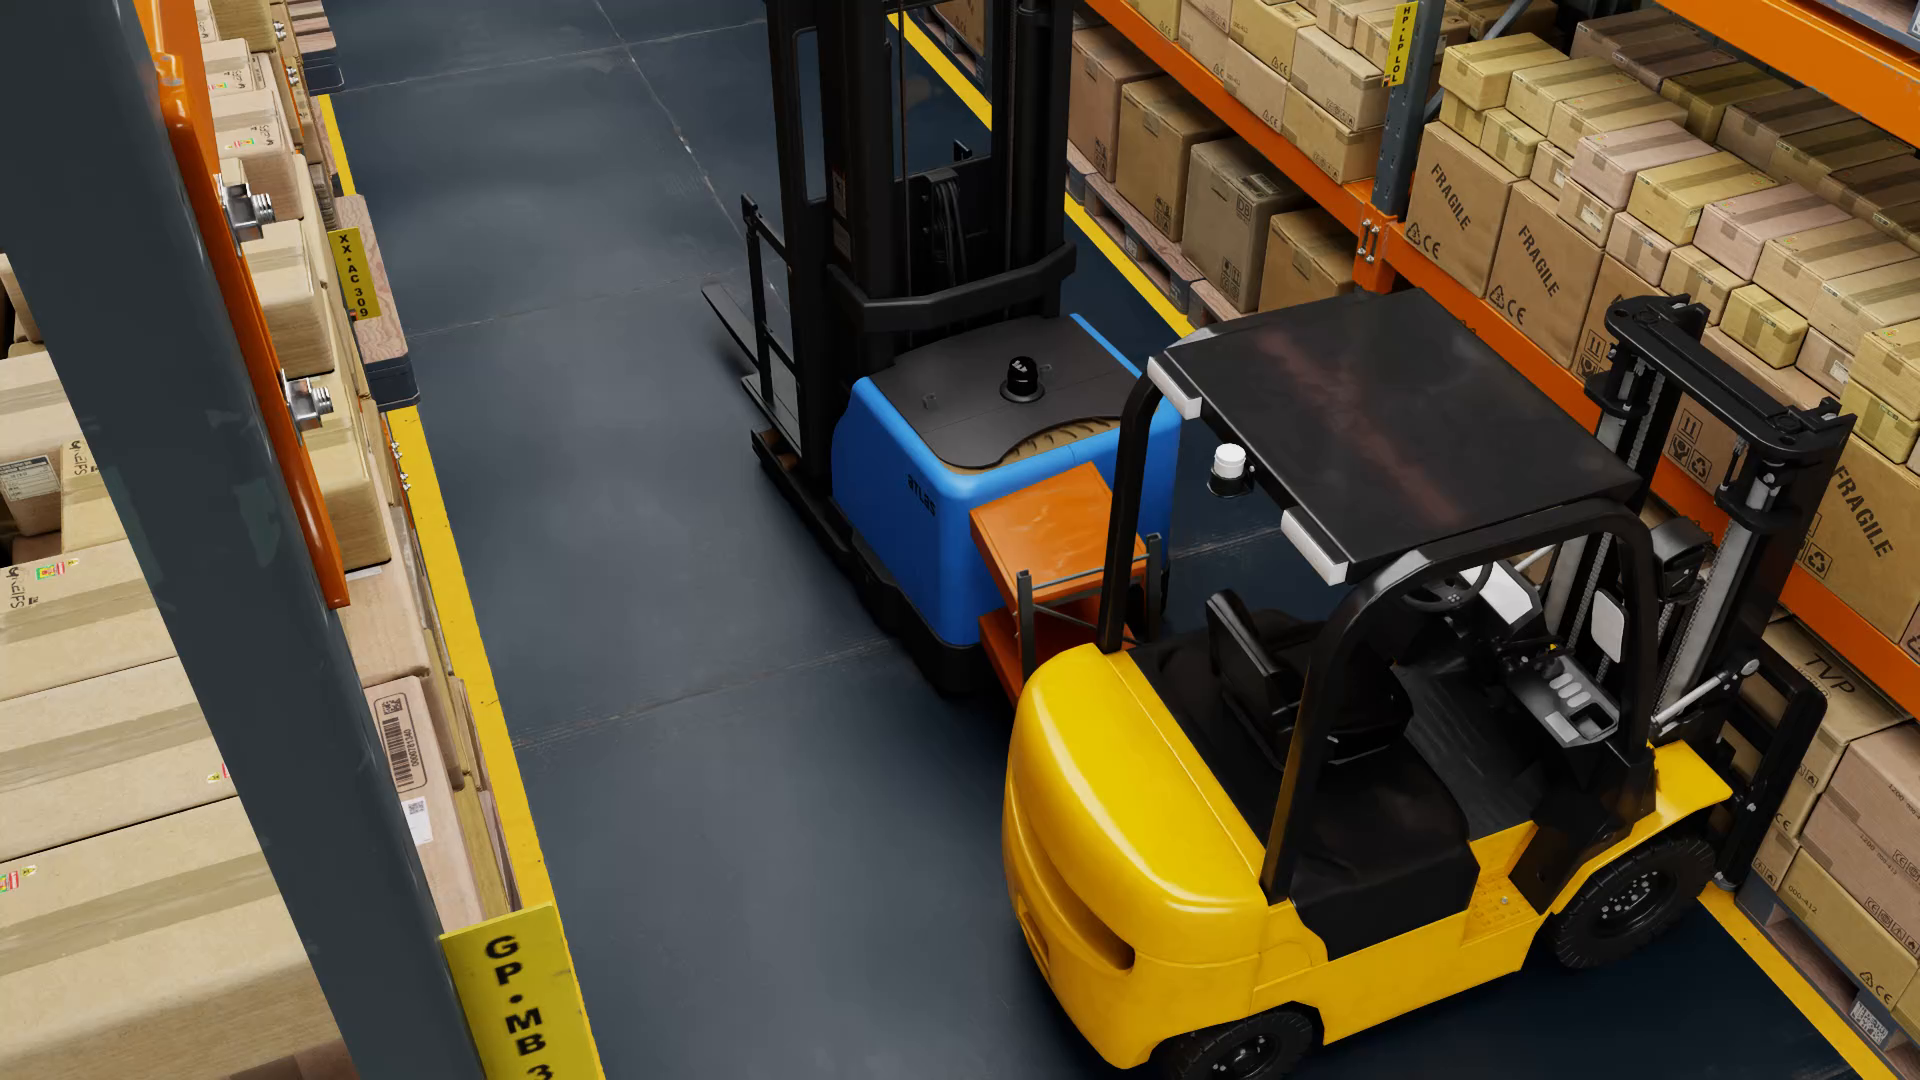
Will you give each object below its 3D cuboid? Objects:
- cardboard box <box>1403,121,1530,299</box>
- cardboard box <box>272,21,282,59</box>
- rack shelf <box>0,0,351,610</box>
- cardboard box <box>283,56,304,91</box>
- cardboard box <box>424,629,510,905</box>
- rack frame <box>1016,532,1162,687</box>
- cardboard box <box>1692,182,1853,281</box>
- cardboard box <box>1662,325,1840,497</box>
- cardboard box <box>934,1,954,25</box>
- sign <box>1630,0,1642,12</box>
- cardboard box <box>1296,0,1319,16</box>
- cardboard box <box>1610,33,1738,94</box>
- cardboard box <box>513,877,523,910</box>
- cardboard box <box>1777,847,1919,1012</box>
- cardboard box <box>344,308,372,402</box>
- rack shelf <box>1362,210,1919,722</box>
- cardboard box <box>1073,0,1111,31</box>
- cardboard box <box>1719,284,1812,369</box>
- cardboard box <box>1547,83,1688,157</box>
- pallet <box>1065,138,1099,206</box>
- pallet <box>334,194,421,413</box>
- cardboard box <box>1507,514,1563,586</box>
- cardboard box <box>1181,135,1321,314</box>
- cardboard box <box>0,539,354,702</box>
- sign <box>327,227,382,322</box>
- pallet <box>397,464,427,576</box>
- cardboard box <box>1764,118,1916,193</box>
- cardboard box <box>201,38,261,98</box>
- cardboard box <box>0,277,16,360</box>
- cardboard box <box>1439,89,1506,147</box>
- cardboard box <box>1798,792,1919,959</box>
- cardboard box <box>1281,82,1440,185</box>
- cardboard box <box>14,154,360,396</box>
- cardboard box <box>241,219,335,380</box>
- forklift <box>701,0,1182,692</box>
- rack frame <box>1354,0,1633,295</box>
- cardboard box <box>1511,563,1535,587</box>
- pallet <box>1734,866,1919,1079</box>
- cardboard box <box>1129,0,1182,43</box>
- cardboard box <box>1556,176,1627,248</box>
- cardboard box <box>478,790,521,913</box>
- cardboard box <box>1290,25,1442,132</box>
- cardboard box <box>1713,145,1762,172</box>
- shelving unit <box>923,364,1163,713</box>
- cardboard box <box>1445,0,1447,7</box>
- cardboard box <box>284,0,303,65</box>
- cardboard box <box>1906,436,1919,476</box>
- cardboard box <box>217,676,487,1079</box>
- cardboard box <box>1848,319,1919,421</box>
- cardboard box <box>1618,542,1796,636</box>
[{"bbox_3d":[2.098,-1.315,6.402,0.500,0.500,0.500,-16,43,-18],"label":"cardboard box"},{"bbox_3d":[-1.997,-1.363,4.120,0.500,0.250,0.500,-15,43,-17],"label":"cardboard box"},{"bbox_3d":[-1.650,-1.165,2.257,1.077,0.370,4.000,-15,43,-17],"label":"rack shelf"},{"bbox_3d":[-2.522,-1.335,5.875,0.500,0.500,0.500,-15,43,-17],"label":"cardboard box"},{"bbox_3d":[-1.409,0.613,3.932,0.500,0.500,0.500,-16,43,-18],"label":"cardboard box"},{"bbox_3d":[0.463,0.464,5.821,0.500,1.125,0.032,-15,43,-11],"label":"rack frame"},{"bbox_3d":[2.583,-0.984,5.292,0.380,0.149,0.250,-15,43,-17],"label":"cardboard box"},{"bbox_3d":[2.680,-0.393,5.329,0.500,0.500,0.500,-15,43,-17],"label":"cardboard box"},{"bbox_3d":[0.096,-3.736,10.889,0.500,0.500,0.500,-16,43,-17],"label":"cardboard box"},{"bbox_3d":[2.681,-2.107,6.675,0.100,0.325,0.005,-15,43,-17],"label":"sign"},{"bbox_3d":[1.673,-2.355,7.114,0.380,0.149,0.250,-15,43,-17],"label":"cardboard box"},{"bbox_3d":[2.628,-1.728,6.157,0.380,0.149,0.250,-16,43,-18],"label":"cardboard box"},{"bbox_3d":[-1.728,1.121,5.432,0.500,0.250,0.500,-16,43,-18],"label":"cardboard box"},{"bbox_3d":[3.046,1.177,5.368,0.500,0.250,0.500,-15,43,-17],"label":"cardboard box"},{"bbox_3d":[-2.016,-0.314,5.010,0.500,0.500,0.500,-16,43,-18],"label":"cardboard box"},{"bbox_3d":[2.934,-0.132,5.655,1.077,0.370,4.000,-15,43,-17],"label":"rack shelf"},{"bbox_3d":[0.865,-2.899,9.820,0.875,0.625,0.625,-14,43,-16],"label":"cardboard box"},{"bbox_3d":[2.621,-0.700,5.189,0.380,0.149,0.250,-16,43,-18],"label":"cardboard box"},{"bbox_3d":[2.306,-1.454,5.838,0.380,0.149,0.250,-16,43,-18],"label":"cardboard box"},{"bbox_3d":[0.918,-2.456,9.945,1.003,0.211,1.213,-15,43,-17],"label":"pallet"},{"bbox_3d":[-2.574,-0.793,6.019,1.003,0.211,1.213,-15,43,-17],"label":"pallet"},{"bbox_3d":[2.445,0.061,6.282,0.500,0.250,0.500,-15,43,-17],"label":"cardboard box"},{"bbox_3d":[1.669,-1.650,8.367,0.875,0.625,0.625,-16,43,-17],"label":"cardboard box"},{"bbox_3d":[-0.982,0.117,2.094,0.380,0.149,0.250,-15,43,-17],"label":"cardboard box"},{"bbox_3d":[-1.917,-0.837,5.259,0.100,0.325,0.005,-15,43,-17],"label":"sign"},{"bbox_3d":[-2.715,0.219,6.833,1.003,0.211,1.213,-15,43,-17],"label":"pallet"},{"bbox_3d":[2.976,-1.275,5.630,0.380,0.149,0.250,-16,43,-18],"label":"cardboard box"},{"bbox_3d":[-1.534,-0.812,3.175,0.380,0.149,0.250,-15,43,-16],"label":"cardboard box"},{"bbox_3d":[-1.919,-0.312,2.899,0.500,0.250,0.500,-15,43,-16],"label":"cardboard box"},{"bbox_3d":[2.048,-1.636,6.278,0.380,0.149,0.250,-16,43,-18],"label":"cardboard box"},{"bbox_3d":[3.043,0.974,5.221,0.500,0.250,0.500,-16,43,-17],"label":"cardboard box"},{"bbox_3d":[1.735,-1.791,7.147,0.500,0.250,0.500,-14,43,-16],"label":"cardboard box"},{"bbox_3d":[-1.413,-0.447,3.055,0.500,0.250,0.500,-14,43,-16],"label":"cardboard box"},{"bbox_3d":[-1.217,-0.356,2.644,0.380,0.149,0.250,-14,43,-16],"label":"cardboard box"},{"bbox_3d":[-0.298,-1.472,6.714,1.130,2.935,3.031,-19,44,-21],"label":"forklift"},{"bbox_3d":[2.169,-1.610,6.821,1.000,3.000,0.127,-15,43,-17],"label":"rack frame"},{"bbox_3d":[2.468,0.255,6.439,0.500,0.250,0.500,-14,43,-16],"label":"cardboard box"},{"bbox_3d":[3.368,1.407,5.452,1.003,0.211,1.213,-15,43,-17],"label":"pallet"},{"bbox_3d":[1.171,-2.709,8.214,0.500,0.250,0.500,-14,43,-15],"label":"cardboard box"},{"bbox_3d":[2.300,-1.163,5.728,0.380,0.149,0.250,-14,43,-16],"label":"cardboard box"},{"bbox_3d":[-1.549,1.132,4.844,0.500,0.500,0.500,-13,42,-15],"label":"cardboard box"},{"bbox_3d":[1.745,-1.974,6.977,0.500,0.250,0.500,-16,43,-18],"label":"cardboard box"},{"bbox_3d":[2.886,-1.314,5.903,0.380,0.149,0.250,-15,43,-17],"label":"cardboard box"},{"bbox_3d":[0.303,0.147,6.185,0.538,1.125,1.048,-15,43,-11],"label":"shelving unit"},{"bbox_3d":[2.179,-2.334,7.089,0.380,0.149,0.250,-16,43,-18],"label":"cardboard box"},{"bbox_3d":[-3.113,-2.272,6.964,0.500,0.500,0.500,-18,44,-20],"label":"cardboard box"},{"bbox_3d":[2.910,-0.242,4.657,0.380,0.149,0.250,-16,43,-18],"label":"cardboard box"},{"bbox_3d":[-0.831,0.478,1.980,0.500,0.250,0.500,-16,43,-18],"label":"cardboard box"},{"bbox_3d":[2.787,-0.504,4.733,0.380,0.149,0.250,-14,43,-16],"label":"cardboard box"},{"bbox_3d":[2.645,0.190,5.749,0.500,0.250,0.500,-16,43,-18],"label":"cardboard box"}]
